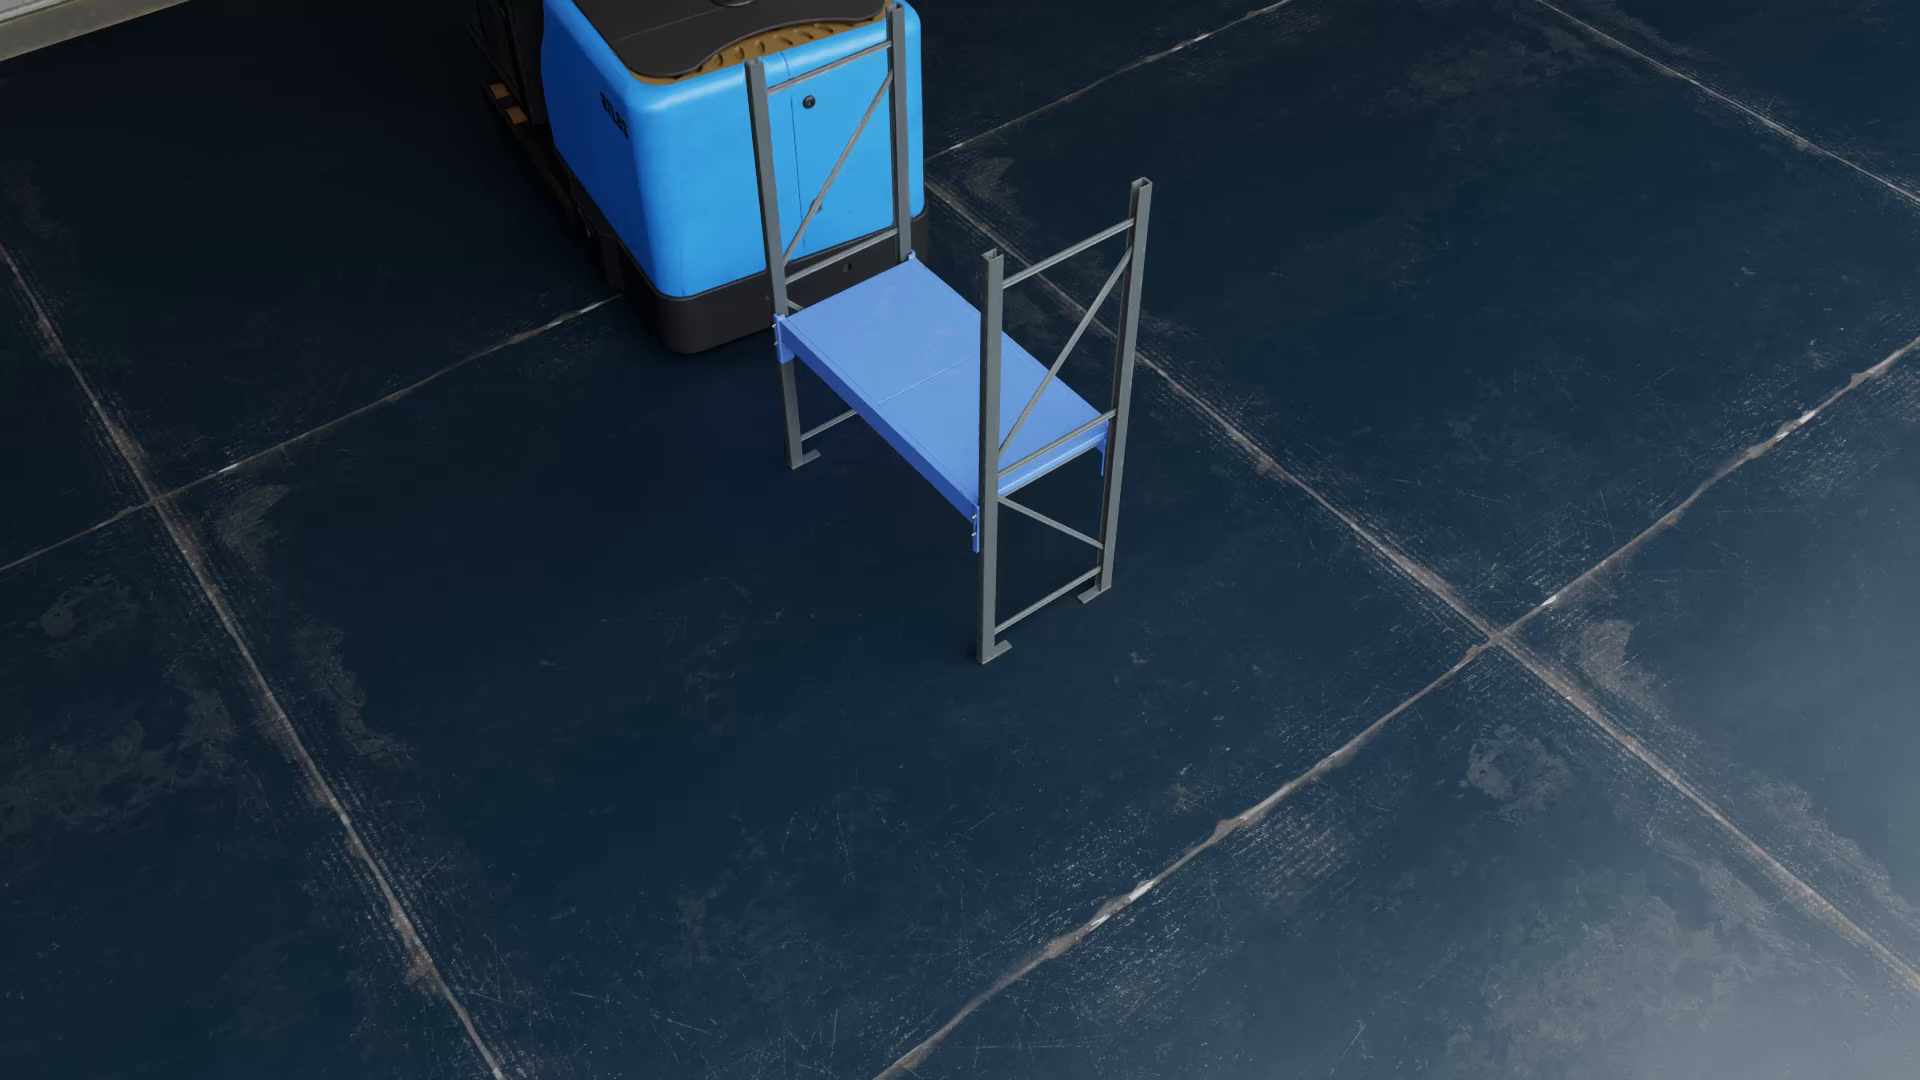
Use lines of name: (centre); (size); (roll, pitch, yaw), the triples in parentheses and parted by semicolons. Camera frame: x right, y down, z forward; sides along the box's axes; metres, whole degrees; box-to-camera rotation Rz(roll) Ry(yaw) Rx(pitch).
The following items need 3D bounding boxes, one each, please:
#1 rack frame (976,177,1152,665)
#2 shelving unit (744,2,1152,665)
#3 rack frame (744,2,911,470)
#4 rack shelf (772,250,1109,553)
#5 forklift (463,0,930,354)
rack frame: (0.256, -0.254, 4.468); (0.500, 1.500, 0.032); (-29, 54, -24)
shelving unit: (-0.052, -0.554, 4.740); (0.538, 1.500, 1.048); (-29, 54, -24)
rack frame: (-0.359, -0.854, 5.012); (0.500, 1.500, 0.032); (-29, 54, -24)
rack shelf: (-0.052, -0.433, 4.873); (0.538, 0.185, 1.000); (-29, 54, -24)
forklift: (-1.284, -2.714, 5.732); (1.130, 2.935, 3.031); (-23, 52, -20)
